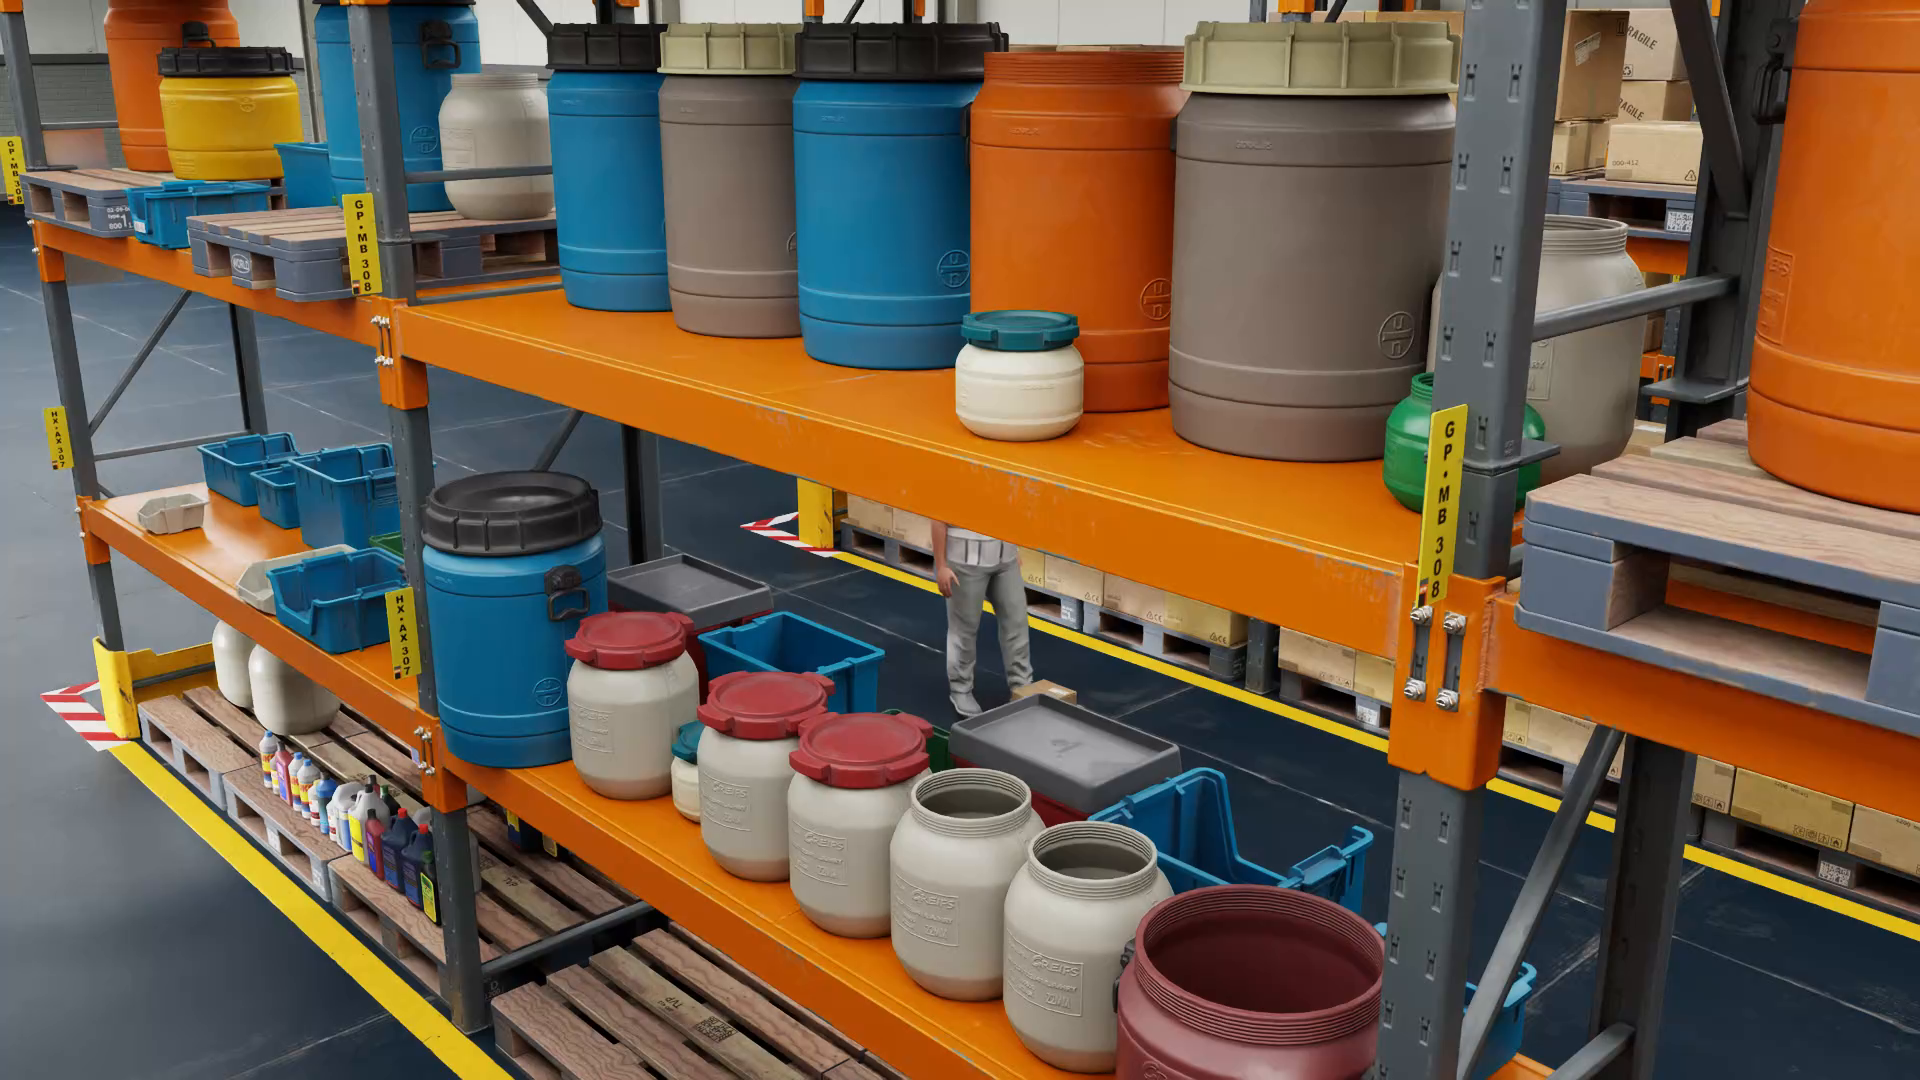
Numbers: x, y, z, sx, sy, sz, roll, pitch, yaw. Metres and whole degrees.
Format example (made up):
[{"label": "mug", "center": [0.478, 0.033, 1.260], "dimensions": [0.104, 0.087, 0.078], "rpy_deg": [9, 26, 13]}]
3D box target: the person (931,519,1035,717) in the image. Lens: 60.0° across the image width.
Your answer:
[{"label": "person", "center": [0.200, 0.130, 9.078], "dimensions": [0.599, 1.747, 0.643], "rpy_deg": [-13, 21, -36]}]
